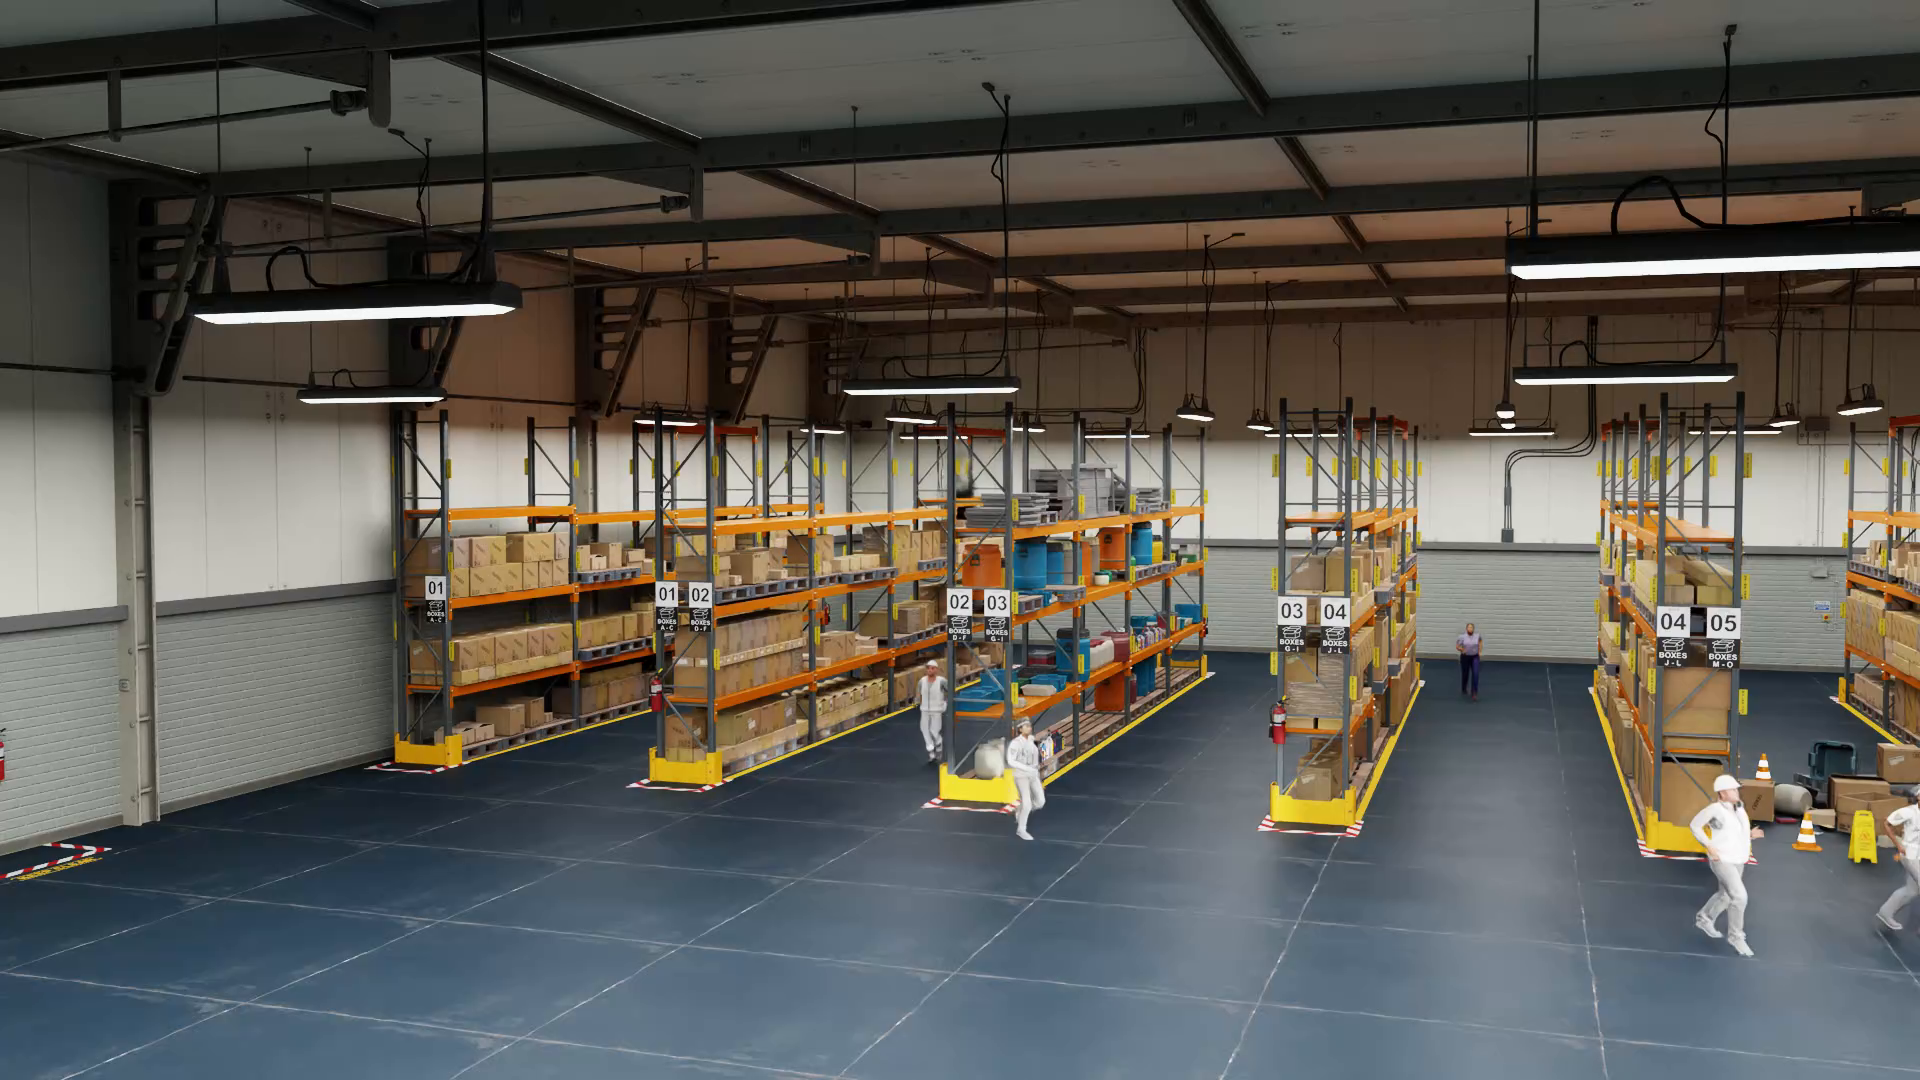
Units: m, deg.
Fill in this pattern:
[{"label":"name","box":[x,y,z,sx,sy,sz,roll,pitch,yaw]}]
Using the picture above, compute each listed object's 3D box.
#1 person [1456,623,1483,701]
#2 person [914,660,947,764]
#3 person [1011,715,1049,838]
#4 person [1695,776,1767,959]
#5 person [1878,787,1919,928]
[{"label":"person","box":[11.116,2.626,36.269,0.587,1.644,0.928,1,3,12]},{"label":"person","box":[-0.510,2.909,28.050,0.617,1.762,0.614,1,3,19]},{"label":"person","box":[0.965,3.200,22.474,0.648,1.670,0.545,-2,3,-43]},{"label":"person","box":[8.037,3.364,17.331,0.648,1.814,0.786,-2,3,-34]},{"label":"person","box":[10.179,3.416,17.615,0.546,1.755,0.879,-1,3,-27]}]
